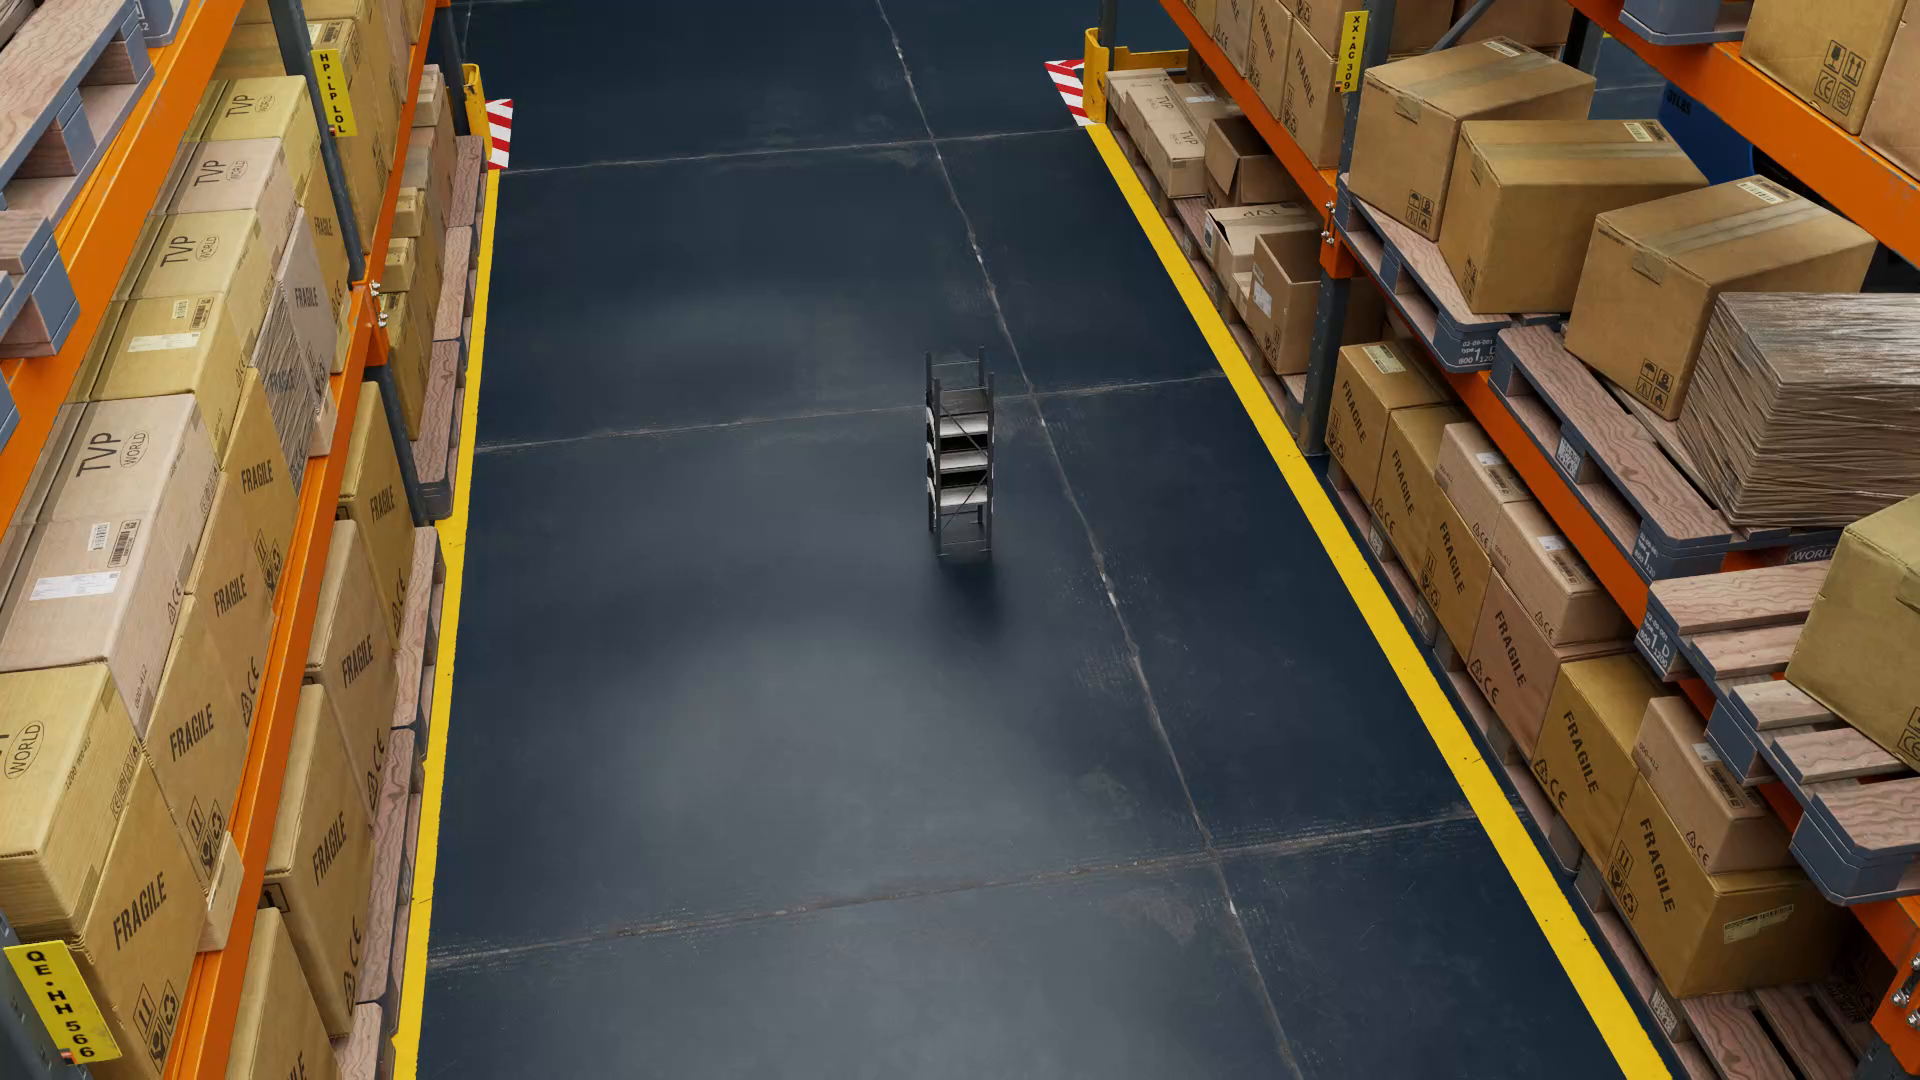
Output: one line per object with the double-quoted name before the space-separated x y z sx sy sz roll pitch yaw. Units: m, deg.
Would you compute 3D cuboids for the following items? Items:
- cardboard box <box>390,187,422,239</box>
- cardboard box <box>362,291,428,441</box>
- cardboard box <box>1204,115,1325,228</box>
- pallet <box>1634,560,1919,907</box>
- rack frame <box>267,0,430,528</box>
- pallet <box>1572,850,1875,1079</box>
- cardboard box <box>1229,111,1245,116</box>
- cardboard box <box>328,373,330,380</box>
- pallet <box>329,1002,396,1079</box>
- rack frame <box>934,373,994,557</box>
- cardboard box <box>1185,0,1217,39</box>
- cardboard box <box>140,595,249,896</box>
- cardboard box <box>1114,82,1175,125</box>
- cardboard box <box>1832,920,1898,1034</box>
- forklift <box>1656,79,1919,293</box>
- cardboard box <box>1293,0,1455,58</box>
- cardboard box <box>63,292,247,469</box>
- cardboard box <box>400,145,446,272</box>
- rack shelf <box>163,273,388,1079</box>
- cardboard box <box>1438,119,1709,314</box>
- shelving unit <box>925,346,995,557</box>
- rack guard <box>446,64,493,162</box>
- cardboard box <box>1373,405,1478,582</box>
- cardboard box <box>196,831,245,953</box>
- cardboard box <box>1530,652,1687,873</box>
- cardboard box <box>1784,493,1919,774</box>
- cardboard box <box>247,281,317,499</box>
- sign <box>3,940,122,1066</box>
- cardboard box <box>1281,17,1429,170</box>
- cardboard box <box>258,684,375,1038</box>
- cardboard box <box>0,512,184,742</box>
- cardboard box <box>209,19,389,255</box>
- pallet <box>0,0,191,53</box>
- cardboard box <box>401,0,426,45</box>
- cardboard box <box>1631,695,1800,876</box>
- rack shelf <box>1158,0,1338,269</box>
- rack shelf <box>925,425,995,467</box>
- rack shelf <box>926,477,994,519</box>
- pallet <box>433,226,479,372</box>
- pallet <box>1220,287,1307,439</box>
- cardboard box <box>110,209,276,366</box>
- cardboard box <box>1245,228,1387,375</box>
"cardboard box" -2.794 -1.558 7.977 0.380 0.149 0.250 -7 38 -9
"cardboard box" -2.821 -0.760 7.479 0.700 0.500 0.500 -6 38 -7
"cardboard box" 1.751 -1.976 9.025 0.797 0.503 0.637 -6 38 -8
"pallet" 2.598 0.436 4.400 1.213 0.211 1.003 -6 38 -8
"rack frame" -2.791 -1.119 6.245 1.000 3.000 0.127 -6 38 -8
"pallet" 2.693 1.408 5.265 1.003 0.211 1.213 -6 38 -8
"cardboard box" 1.859 -2.279 9.621 0.500 0.250 0.500 -6 38 -8
"cardboard box" -2.385 -0.543 5.692 0.380 0.149 0.250 -5 38 -7
"pallet" -2.154 1.914 4.614 1.003 0.211 1.213 -6 38 -8
"rack frame" 0.016 -0.299 6.901 0.240 0.900 0.006 -6 38 -8
"cardboard box" 1.469 -2.896 8.452 0.500 0.500 0.500 -6 38 -7
"cardboard box" -2.006 0.494 3.829 0.500 0.500 0.500 -5 38 -6
"cardboard box" 1.163 -2.684 10.210 0.380 0.166 0.250 -6 38 -8
"cardboard box" 2.988 1.270 4.849 0.500 0.500 0.500 -5 38 -6
"forklift" 4.546 -2.022 7.463 1.130 2.935 3.031 -8 39 -10
"cardboard box" 1.741 -2.366 6.954 0.500 0.500 0.500 -6 38 -8
"cardboard box" -2.198 -0.399 4.368 0.500 0.250 0.500 -7 38 -9
"cardboard box" -3.095 -1.695 8.683 0.700 0.500 0.500 -7 38 -9
"rack shelf" -2.441 0.373 4.911 1.077 0.370 4.000 -6 38 -8
"cardboard box" 2.131 -1.140 5.849 0.700 0.500 0.500 -1 38 -1
"shelving unit" -0.001 -0.360 6.980 0.258 0.900 0.210 -6 38 -8
"rack guard" -3.497 -2.562 10.140 1.175 0.500 0.348 -6 38 -8
"cardboard box" 2.034 -0.201 6.743 0.500 0.500 0.500 -6 38 -7
"cardboard box" -1.919 0.842 3.910 0.380 0.149 0.250 -5 38 -7
"cardboard box" 2.301 0.723 5.553 0.500 0.500 0.500 -8 38 -10
"cardboard box" 2.565 0.189 4.138 0.700 0.500 0.500 -19 42 -23
"cardboard box" -2.283 -0.420 5.006 0.500 0.500 0.500 -6 38 -8
"sign" -1.557 0.807 2.887 0.100 0.325 0.005 -6 38 -8
"cardboard box" 1.745 -1.968 7.256 0.500 0.500 0.500 -6 38 -7
"cardboard box" -2.237 0.992 4.938 0.750 0.750 0.750 -6 38 -8
"cardboard box" -2.011 0.210 3.583 0.500 0.250 0.500 -7 38 -9
"cardboard box" -2.870 -1.567 6.577 0.980 0.700 0.700 -6 38 -7
"pallet" -2.582 -1.679 4.678 0.805 0.209 1.217 -8 39 -10
"cardboard box" -3.255 -2.908 8.304 0.980 0.700 0.700 -7 38 -8
"cardboard box" 2.377 0.706 4.964 0.500 0.250 0.500 -5 38 -6
"rack shelf" 1.734 -2.578 8.709 1.077 0.370 4.000 -6 38 -8
"rack shelf" -0.001 -0.405 6.945 0.258 0.077 0.200 -6 38 -8
"rack shelf" -0.001 -0.192 7.111 0.258 0.077 0.200 -6 38 -8
"pallet" -3.065 -1.224 8.653 1.003 0.211 1.213 -6 38 -8
"pallet" 1.966 -0.967 8.323 1.003 0.211 1.213 -6 38 -8
"cardboard box" -2.288 -0.707 4.764 0.500 0.250 0.500 -6 38 -7
"cardboard box" 1.706 -1.154 7.969 0.500 0.500 0.500 -6 38 -8
